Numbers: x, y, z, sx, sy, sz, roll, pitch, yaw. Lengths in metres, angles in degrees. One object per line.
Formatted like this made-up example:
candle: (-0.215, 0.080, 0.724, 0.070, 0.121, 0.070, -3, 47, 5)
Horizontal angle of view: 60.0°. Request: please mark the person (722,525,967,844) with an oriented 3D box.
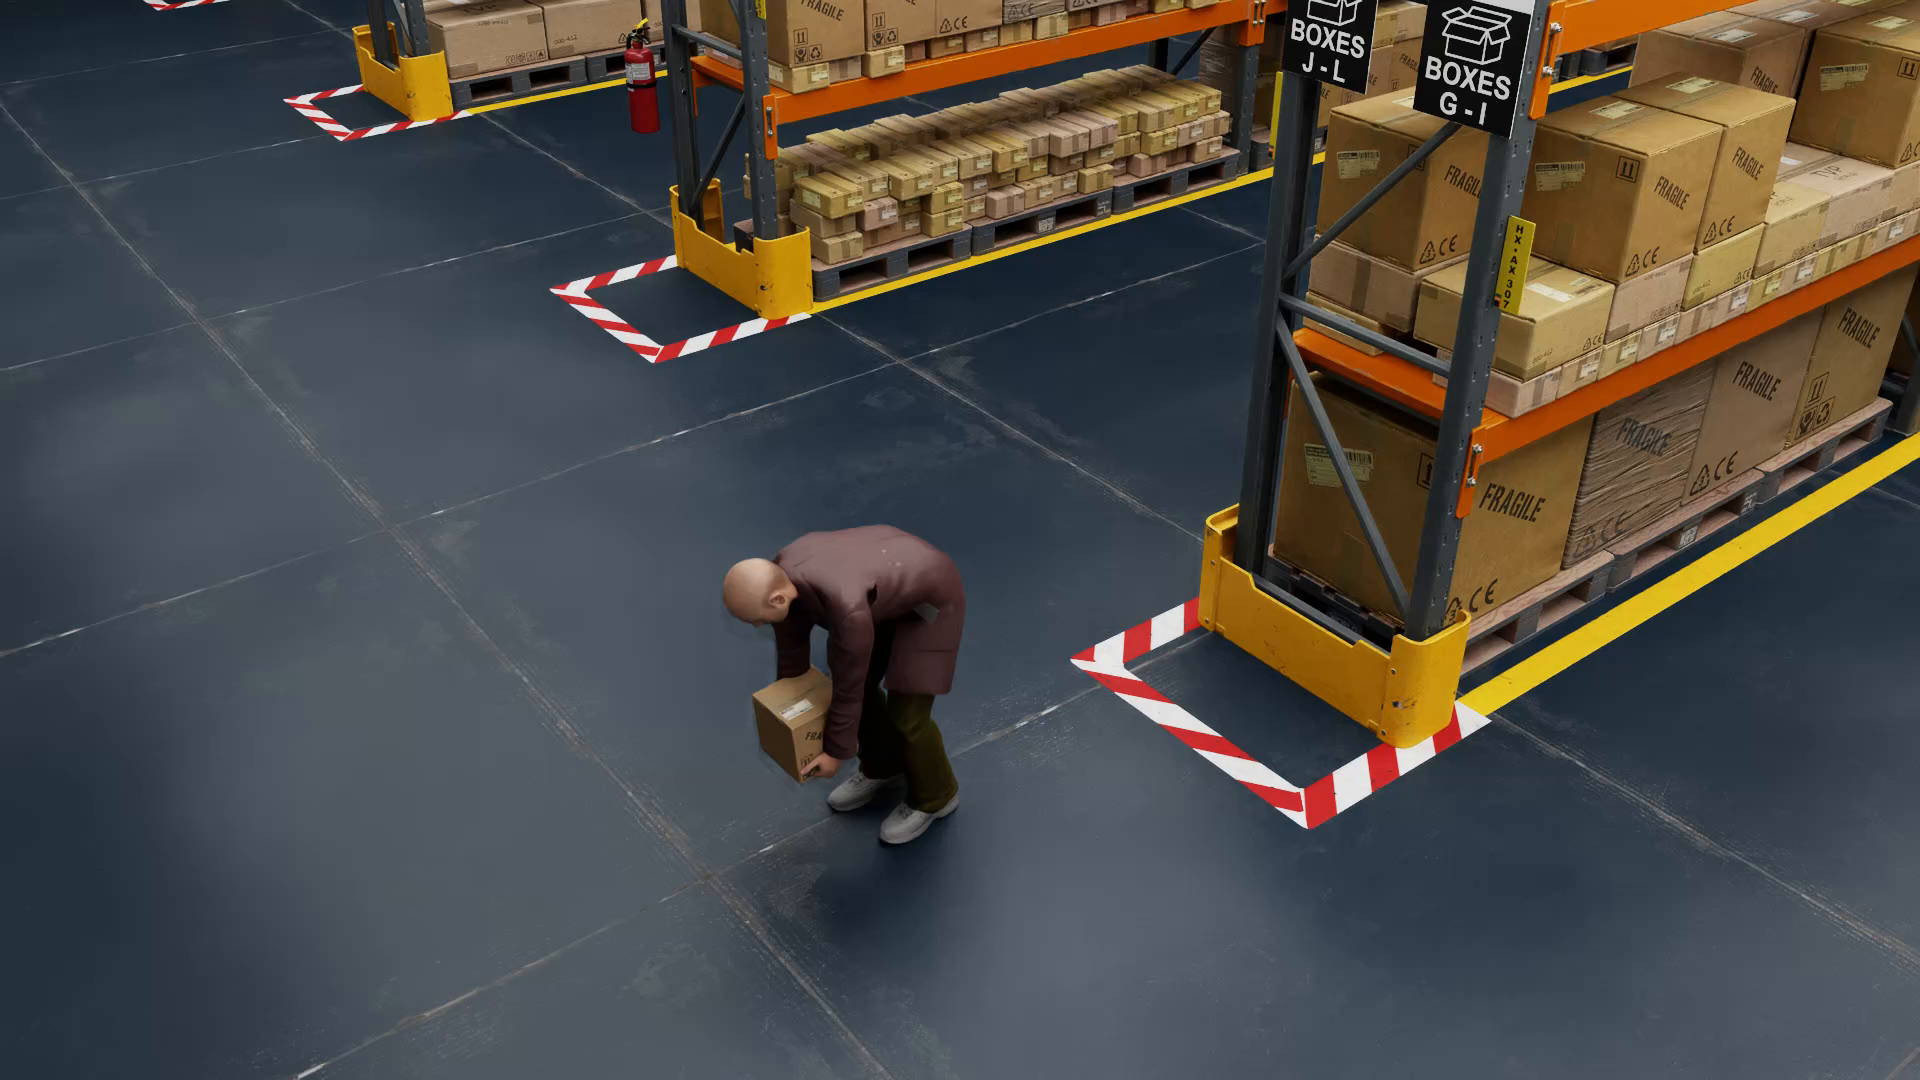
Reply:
person: (-0.392, 0.505, 5.782, 0.914, 1.310, 0.553, -23, 39, -33)
